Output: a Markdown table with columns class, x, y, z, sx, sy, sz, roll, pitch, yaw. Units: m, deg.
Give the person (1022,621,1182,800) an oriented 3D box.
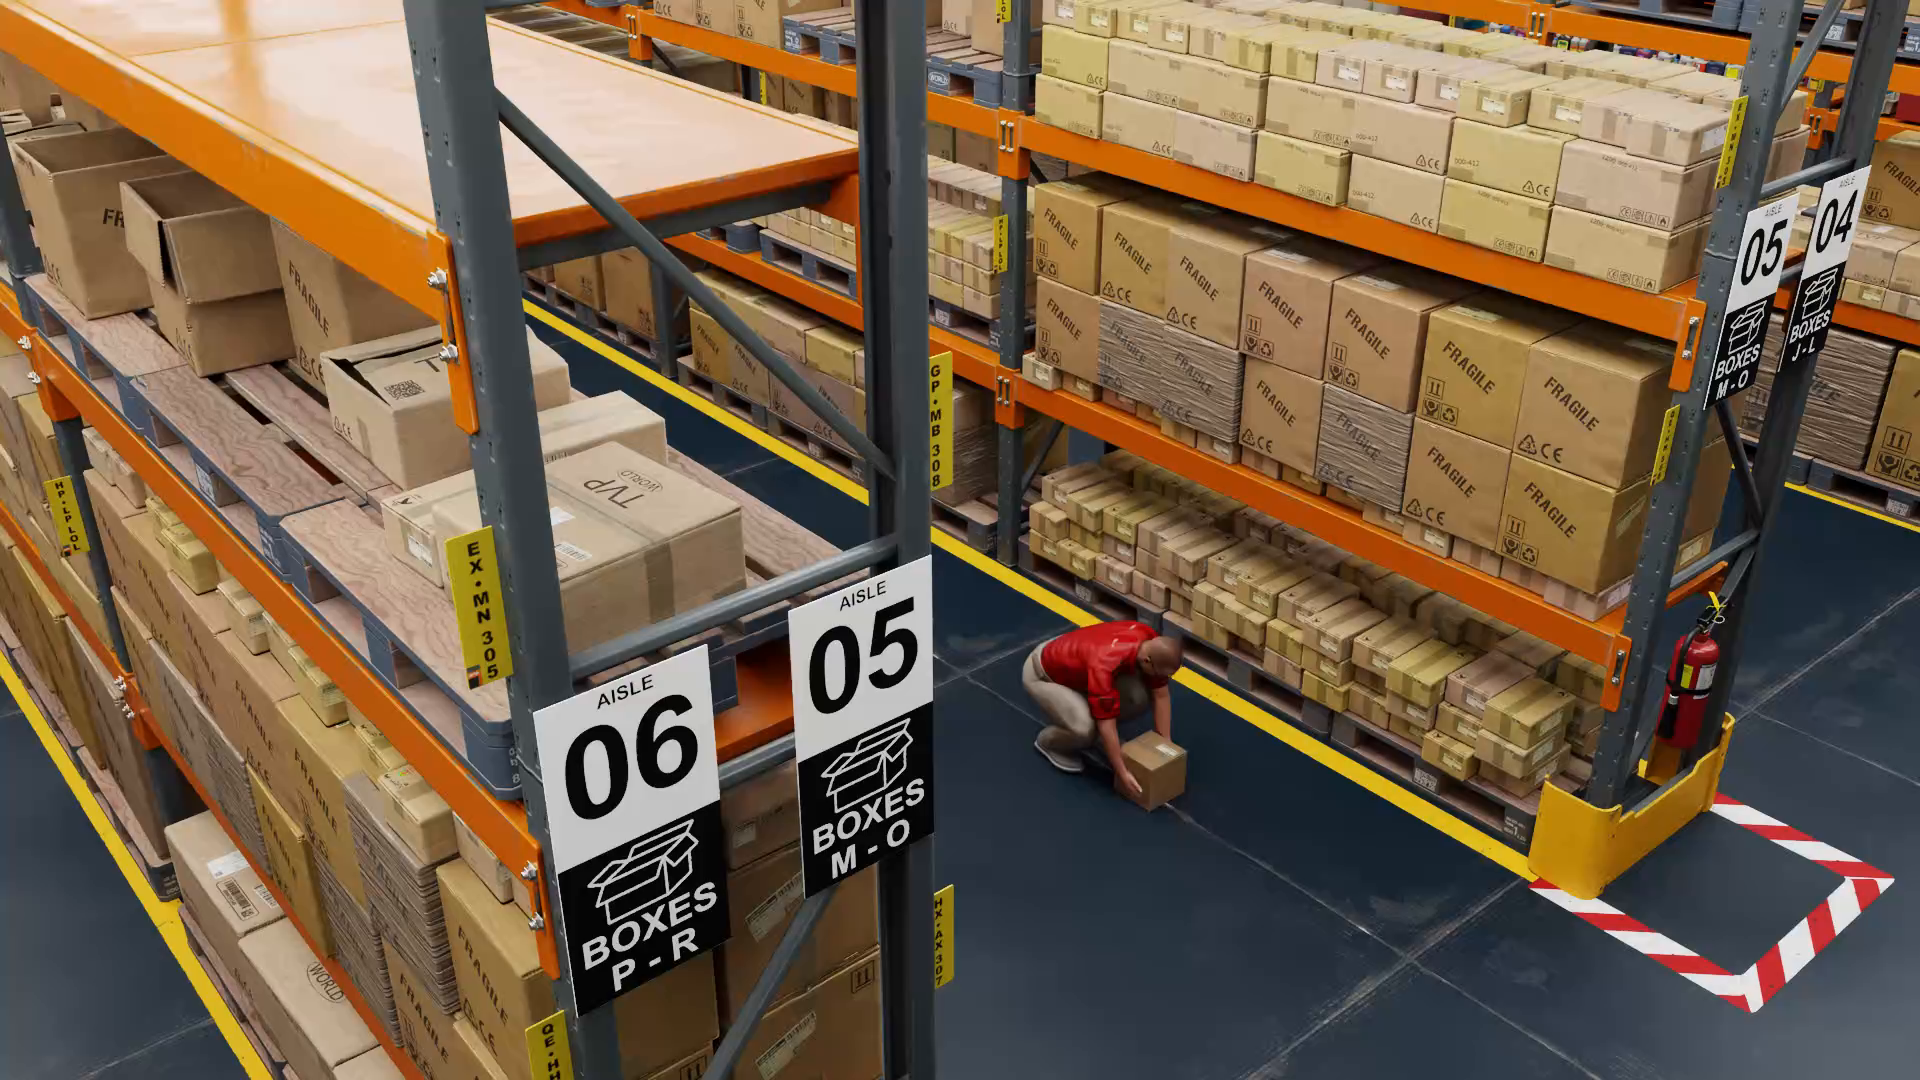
| class | x | y | z | sx | sy | sz | roll | pitch | yaw |
| --- | --- | --- | --- | --- | --- | --- | --- | --- | --- |
| person | 0.720 | 0.750 | 8.331 | 0.560 | 0.867 | 0.866 | -22 | 35 | -35 |
